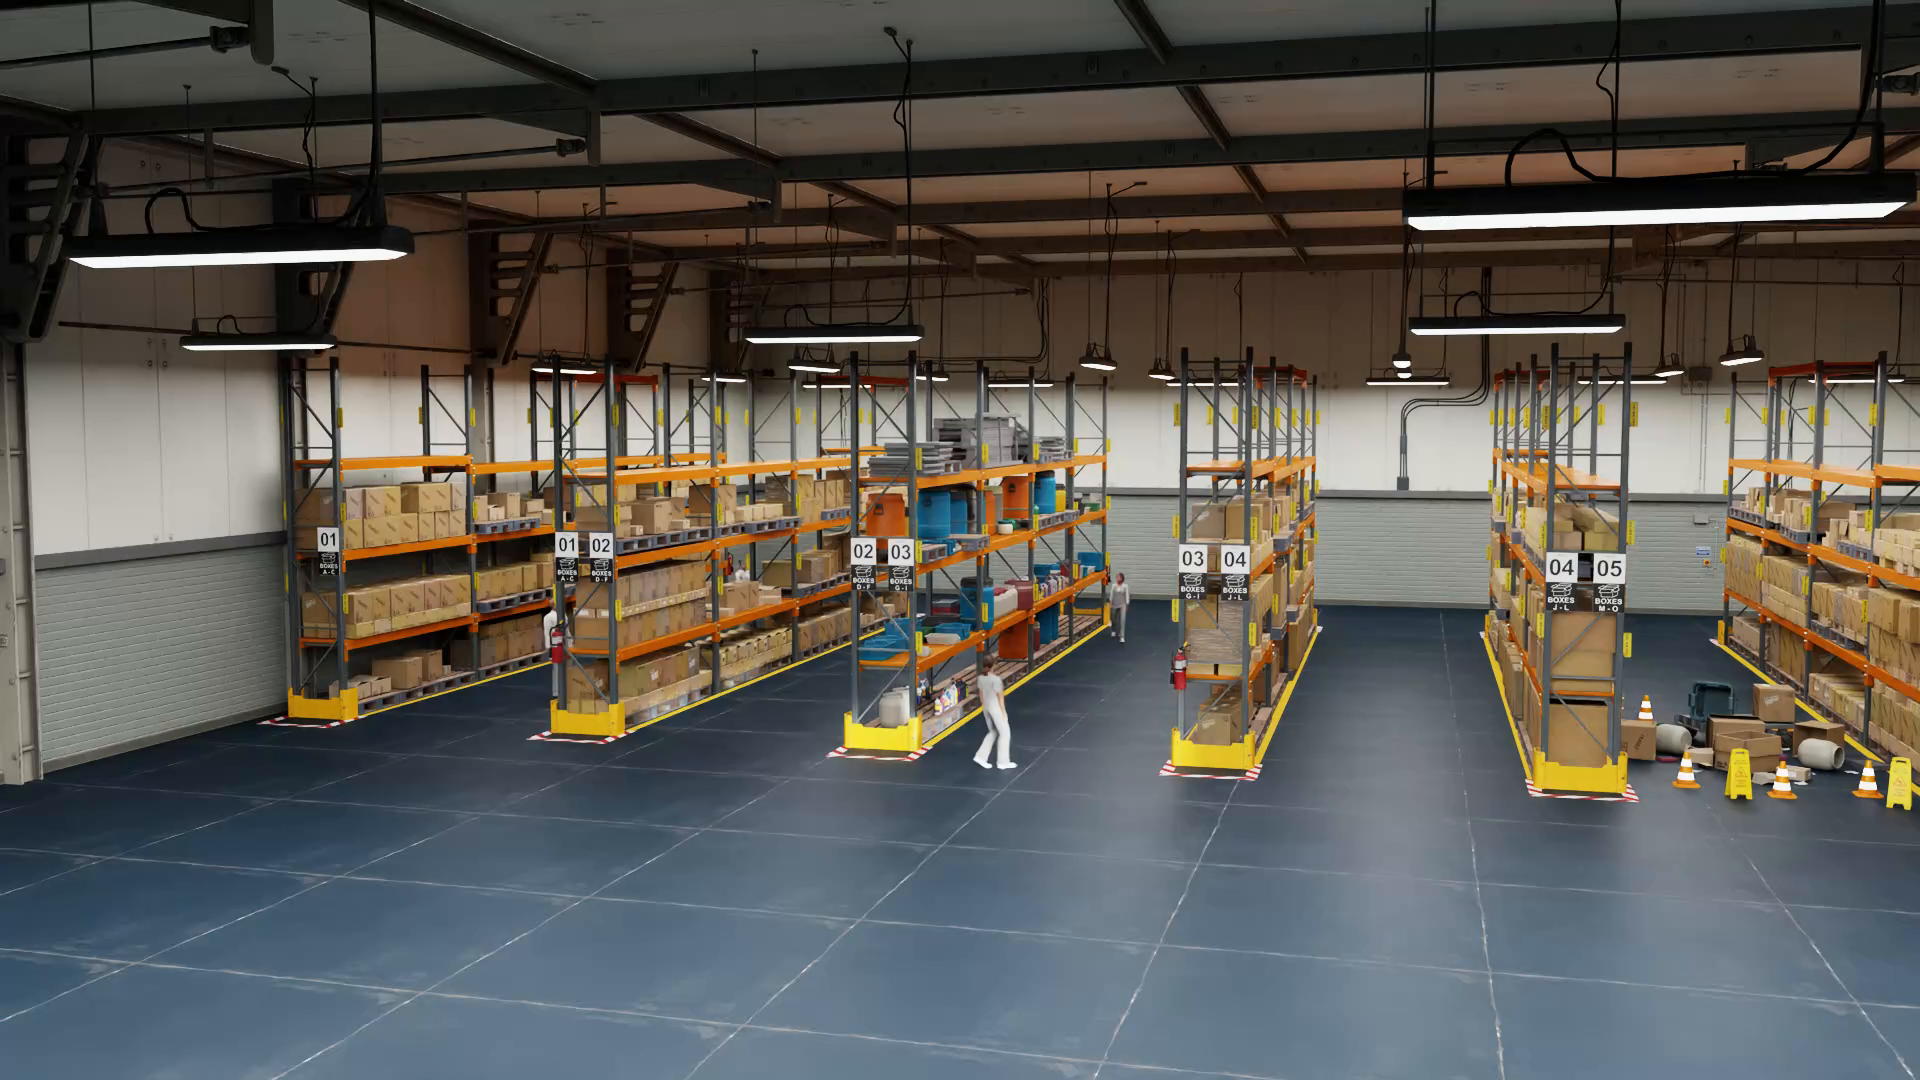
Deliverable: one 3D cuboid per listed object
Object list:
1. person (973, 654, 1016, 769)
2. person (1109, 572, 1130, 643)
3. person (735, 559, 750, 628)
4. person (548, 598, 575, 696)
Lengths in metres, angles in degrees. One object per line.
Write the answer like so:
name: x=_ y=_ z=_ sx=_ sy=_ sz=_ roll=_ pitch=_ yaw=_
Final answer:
person: x=0.517 y=2.468 z=23.769 sx=0.548 sy=1.639 sz=0.465 roll=-3 pitch=5 yaw=-32
person: x=3.558 y=1.492 z=37.171 sx=0.468 sy=1.548 sz=0.868 roll=0 pitch=4 yaw=1
person: x=-5.065 y=1.277 z=39.349 sx=0.427 sy=1.694 sz=0.505 roll=2 pitch=5 yaw=26
person: x=-7.179 y=1.945 z=29.962 sx=0.472 sy=1.824 sz=0.618 roll=3 pitch=5 yaw=40
